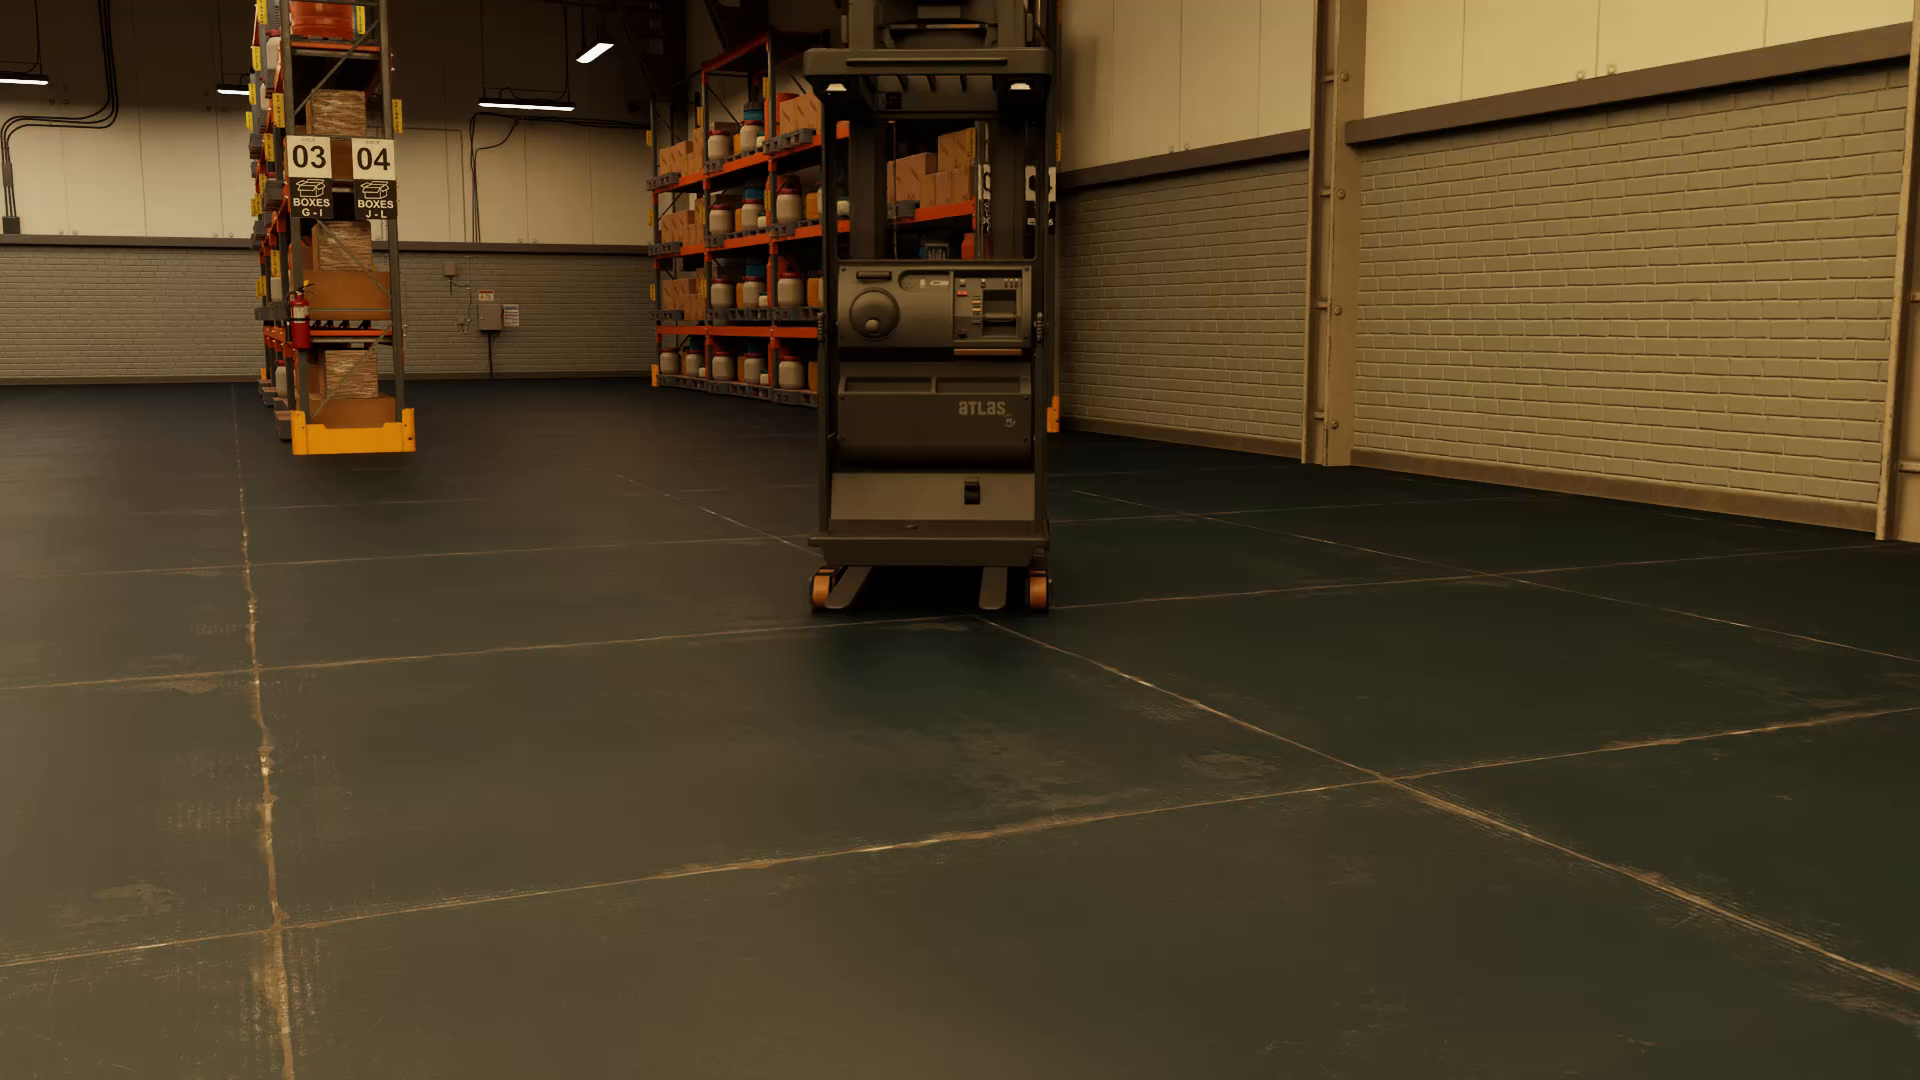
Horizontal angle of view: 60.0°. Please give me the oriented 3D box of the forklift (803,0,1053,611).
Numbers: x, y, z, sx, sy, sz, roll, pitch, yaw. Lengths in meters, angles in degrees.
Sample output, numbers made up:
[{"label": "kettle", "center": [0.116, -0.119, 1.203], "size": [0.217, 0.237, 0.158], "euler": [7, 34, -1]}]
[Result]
[{"label": "forklift", "center": [-0.126, -1.165, 7.779], "size": [1.130, 2.935, 3.031], "euler": [0, 8, 2]}]
